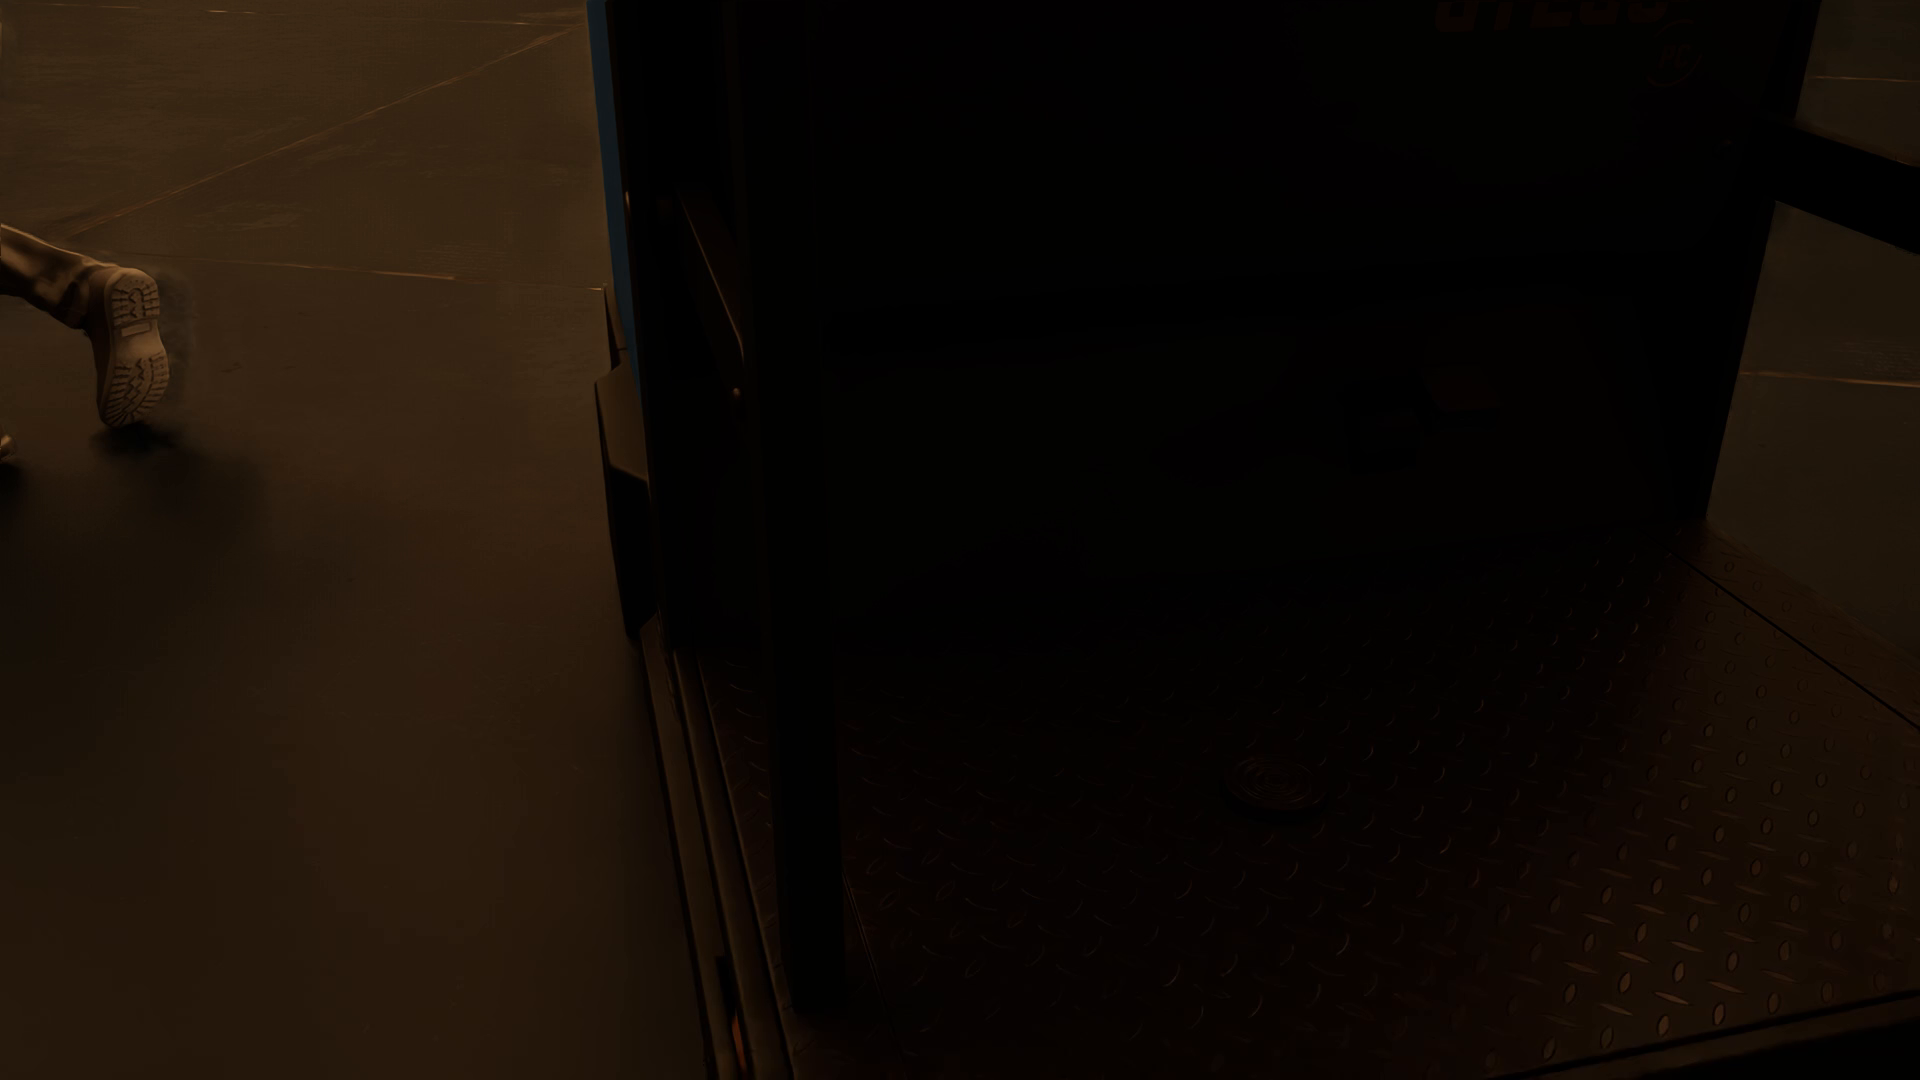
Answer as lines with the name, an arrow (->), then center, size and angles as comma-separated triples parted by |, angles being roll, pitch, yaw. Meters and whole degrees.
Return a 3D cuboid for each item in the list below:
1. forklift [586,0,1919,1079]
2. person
forklift -> 0.313, -0.862, 0.955 | 1.130, 2.935, 3.031 | -7, 28, -13
person -> -1.645, -0.797, 2.489 | 0.610, 1.466, 0.757 | -6, 27, -11
